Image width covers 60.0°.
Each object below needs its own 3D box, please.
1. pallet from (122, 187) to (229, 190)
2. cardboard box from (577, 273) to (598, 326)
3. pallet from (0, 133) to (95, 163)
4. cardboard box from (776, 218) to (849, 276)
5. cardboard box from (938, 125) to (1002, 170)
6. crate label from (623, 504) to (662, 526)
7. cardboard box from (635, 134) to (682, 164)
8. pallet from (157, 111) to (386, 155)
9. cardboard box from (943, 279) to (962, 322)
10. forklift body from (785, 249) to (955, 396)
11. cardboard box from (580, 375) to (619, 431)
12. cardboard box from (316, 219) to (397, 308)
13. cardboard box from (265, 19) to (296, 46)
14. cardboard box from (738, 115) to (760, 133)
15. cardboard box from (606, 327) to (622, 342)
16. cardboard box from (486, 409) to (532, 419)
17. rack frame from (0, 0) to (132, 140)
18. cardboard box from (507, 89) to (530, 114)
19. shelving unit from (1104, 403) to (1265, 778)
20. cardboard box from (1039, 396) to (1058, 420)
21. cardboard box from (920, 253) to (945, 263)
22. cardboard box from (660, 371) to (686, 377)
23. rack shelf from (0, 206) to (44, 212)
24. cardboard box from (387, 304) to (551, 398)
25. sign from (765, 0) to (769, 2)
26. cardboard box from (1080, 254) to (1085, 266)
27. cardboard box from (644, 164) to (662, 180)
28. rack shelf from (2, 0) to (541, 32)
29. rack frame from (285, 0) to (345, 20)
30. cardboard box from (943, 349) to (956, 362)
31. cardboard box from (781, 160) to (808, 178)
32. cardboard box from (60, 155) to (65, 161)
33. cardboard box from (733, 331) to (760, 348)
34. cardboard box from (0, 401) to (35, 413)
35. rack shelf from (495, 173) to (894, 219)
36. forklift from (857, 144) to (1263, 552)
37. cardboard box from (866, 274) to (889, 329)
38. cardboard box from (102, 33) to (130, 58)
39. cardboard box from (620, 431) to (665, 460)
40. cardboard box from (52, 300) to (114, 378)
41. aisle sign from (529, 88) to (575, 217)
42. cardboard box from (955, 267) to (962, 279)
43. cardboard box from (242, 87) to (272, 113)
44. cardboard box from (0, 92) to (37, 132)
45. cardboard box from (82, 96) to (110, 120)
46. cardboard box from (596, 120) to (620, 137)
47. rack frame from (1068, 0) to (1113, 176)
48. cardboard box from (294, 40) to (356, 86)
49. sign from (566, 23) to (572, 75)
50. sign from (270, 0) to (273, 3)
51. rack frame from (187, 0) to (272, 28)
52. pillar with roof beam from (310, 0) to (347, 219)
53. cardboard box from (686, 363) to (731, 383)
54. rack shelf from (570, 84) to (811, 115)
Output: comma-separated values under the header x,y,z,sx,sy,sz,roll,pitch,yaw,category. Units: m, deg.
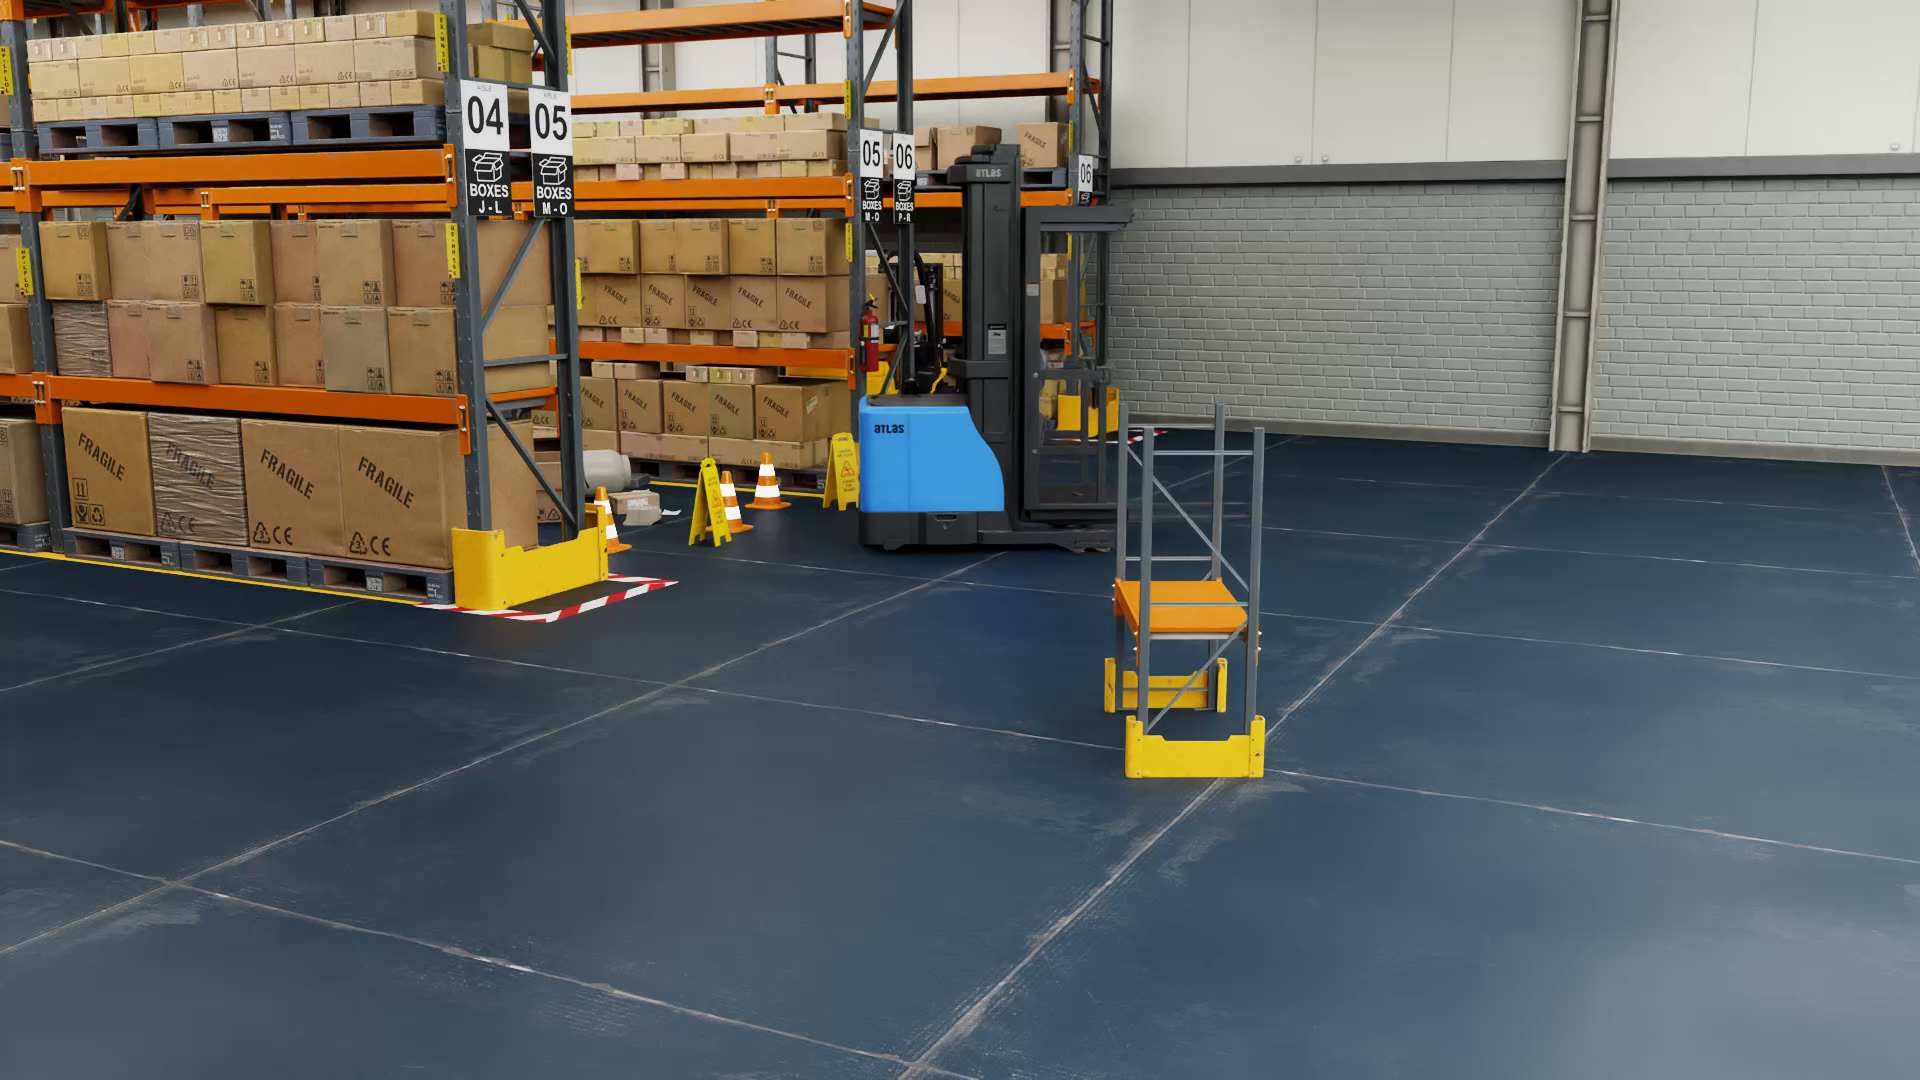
x,y,z,sx,sy,sz,roll,pitch,yaw,category
-8.473,-3.994,18.484,1.003,0.211,1.213,6,12,28,pallet
-3.553,-2.334,16.089,0.500,0.500,0.500,5,11,26,cardboard box
-7.228,-2.901,12.453,1.217,0.209,0.805,5,11,24,pallet
-1.252,-2.631,14.923,0.500,0.500,0.700,5,11,24,cardboard box
0.116,-4.605,19.589,0.500,0.500,0.700,5,11,26,cardboard box
-2.573,-0.206,13.482,0.298,0.136,0.250,-1,10,-4,crate label
-2.647,-3.604,15.382,0.500,0.250,0.500,5,11,26,cardboard box
-4.565,-2.725,11.190,1.213,0.211,1.003,5,11,26,pallet
0.017,-2.860,19.830,0.500,0.500,0.500,5,11,25,cardboard box
-1.012,-2.172,18.691,1.214,2.155,2.313,5,11,26,forklift body
-3.390,-1.346,16.182,0.500,0.500,0.500,6,12,28,cardboard box
-3.647,-1.809,10.850,0.550,0.550,0.875,5,11,26,cardboard box
-4.159,-3.193,10.534,0.250,0.149,0.380,5,11,26,cardboard box
-1.787,-3.735,14.986,0.250,0.149,0.380,5,11,26,cardboard box
-3.183,-1.985,15.982,0.250,0.149,0.380,5,11,26,cardboard box
-4.756,-1.208,17.182,0.625,0.372,0.950,5,11,27,cardboard box
-6.384,-4.407,11.813,0.127,3.000,1.000,5,11,26,rack frame
-2.963,-2.826,10.747,0.250,0.149,0.380,5,11,26,cardboard box
1.004,0.182,7.512,0.587,1.500,1.083,0,10,0,shelving unit
0.934,-1.572,19.533,0.500,0.250,0.500,5,11,26,cardboard box
-0.297,-3.361,19.939,0.250,0.149,0.380,5,11,27,cardboard box
-2.720,-1.393,16.438,0.500,0.500,0.500,6,12,29,cardboard box
-13.252,-4.164,20.911,4.000,0.370,1.077,5,11,26,rack shelf
-3.150,-1.236,10.714,0.550,0.550,0.875,5,11,26,cardboard box
-2.321,-6.410,20.033,0.005,0.325,0.100,5,11,26,sign
1.289,-3.307,19.641,0.250,0.149,0.380,5,11,25,cardboard box
-2.729,-3.420,15.489,0.250,0.149,0.380,5,11,26,cardboard box
-4.591,-3.699,11.042,4.000,0.370,1.077,5,11,26,rack shelf
-9.266,-6.629,24.090,0.127,3.000,1.000,5,11,26,rack frame
0.027,-2.141,19.872,0.500,0.250,0.500,5,11,27,cardboard box
-1.379,-3.289,14.761,0.250,0.149,0.380,5,11,26,cardboard box
-9.975,-4.301,18.846,0.258,0.266,0.396,6,12,31,cardboard box
-1.868,-1.851,15.243,0.250,0.149,0.380,5,12,27,cardboard box
-7.844,-0.666,13.125,0.750,0.750,1.050,5,11,26,cardboard box
-2.491,-3.218,15.686,4.000,0.370,1.077,5,11,26,rack shelf
0.743,-1.444,12.481,3.031,2.935,1.130,-1,10,-3,forklift
-0.999,-2.216,15.434,0.500,0.500,0.500,5,11,25,cardboard box
-5.524,-3.313,11.196,0.250,0.149,0.380,5,11,25,cardboard box
-2.914,-0.936,16.021,0.500,0.250,0.500,5,11,25,cardboard box
-6.048,-1.502,12.184,0.550,0.550,0.875,5,11,26,cardboard box
-2.601,-2.461,10.608,0.004,0.787,0.394,5,11,26,aisle sign
0.135,-3.163,19.682,0.250,0.149,0.380,5,11,24,cardboard box
-4.384,-2.820,10.714,0.250,0.149,0.380,5,11,26,cardboard box
-7.088,-3.143,12.214,0.500,0.250,0.500,5,11,26,cardboard box
-5.752,-2.940,11.377,0.250,0.149,0.380,5,11,26,cardboard box
-3.199,-3.847,15.607,0.250,0.149,0.380,5,11,24,cardboard box
1.496,-5.684,18.866,0.127,3.000,1.000,5,11,26,rack frame
-3.808,-2.978,10.464,0.500,0.250,0.500,5,11,26,cardboard box
-2.546,-3.173,10.741,0.005,0.325,0.100,5,11,26,sign
-7.640,-6.107,18.360,0.005,0.325,0.100,5,11,26,sign
-7.872,-5.521,17.967,0.127,3.000,1.000,5,11,26,rack frame
-11.396,-6.140,21.390,0.400,9.000,9.100,5,11,26,pillar with roof beam
-2.350,-1.561,15.549,0.250,0.149,0.380,6,12,28,cardboard box
-3.885,-5.606,21.578,4.000,0.370,1.077,5,11,26,rack shelf
